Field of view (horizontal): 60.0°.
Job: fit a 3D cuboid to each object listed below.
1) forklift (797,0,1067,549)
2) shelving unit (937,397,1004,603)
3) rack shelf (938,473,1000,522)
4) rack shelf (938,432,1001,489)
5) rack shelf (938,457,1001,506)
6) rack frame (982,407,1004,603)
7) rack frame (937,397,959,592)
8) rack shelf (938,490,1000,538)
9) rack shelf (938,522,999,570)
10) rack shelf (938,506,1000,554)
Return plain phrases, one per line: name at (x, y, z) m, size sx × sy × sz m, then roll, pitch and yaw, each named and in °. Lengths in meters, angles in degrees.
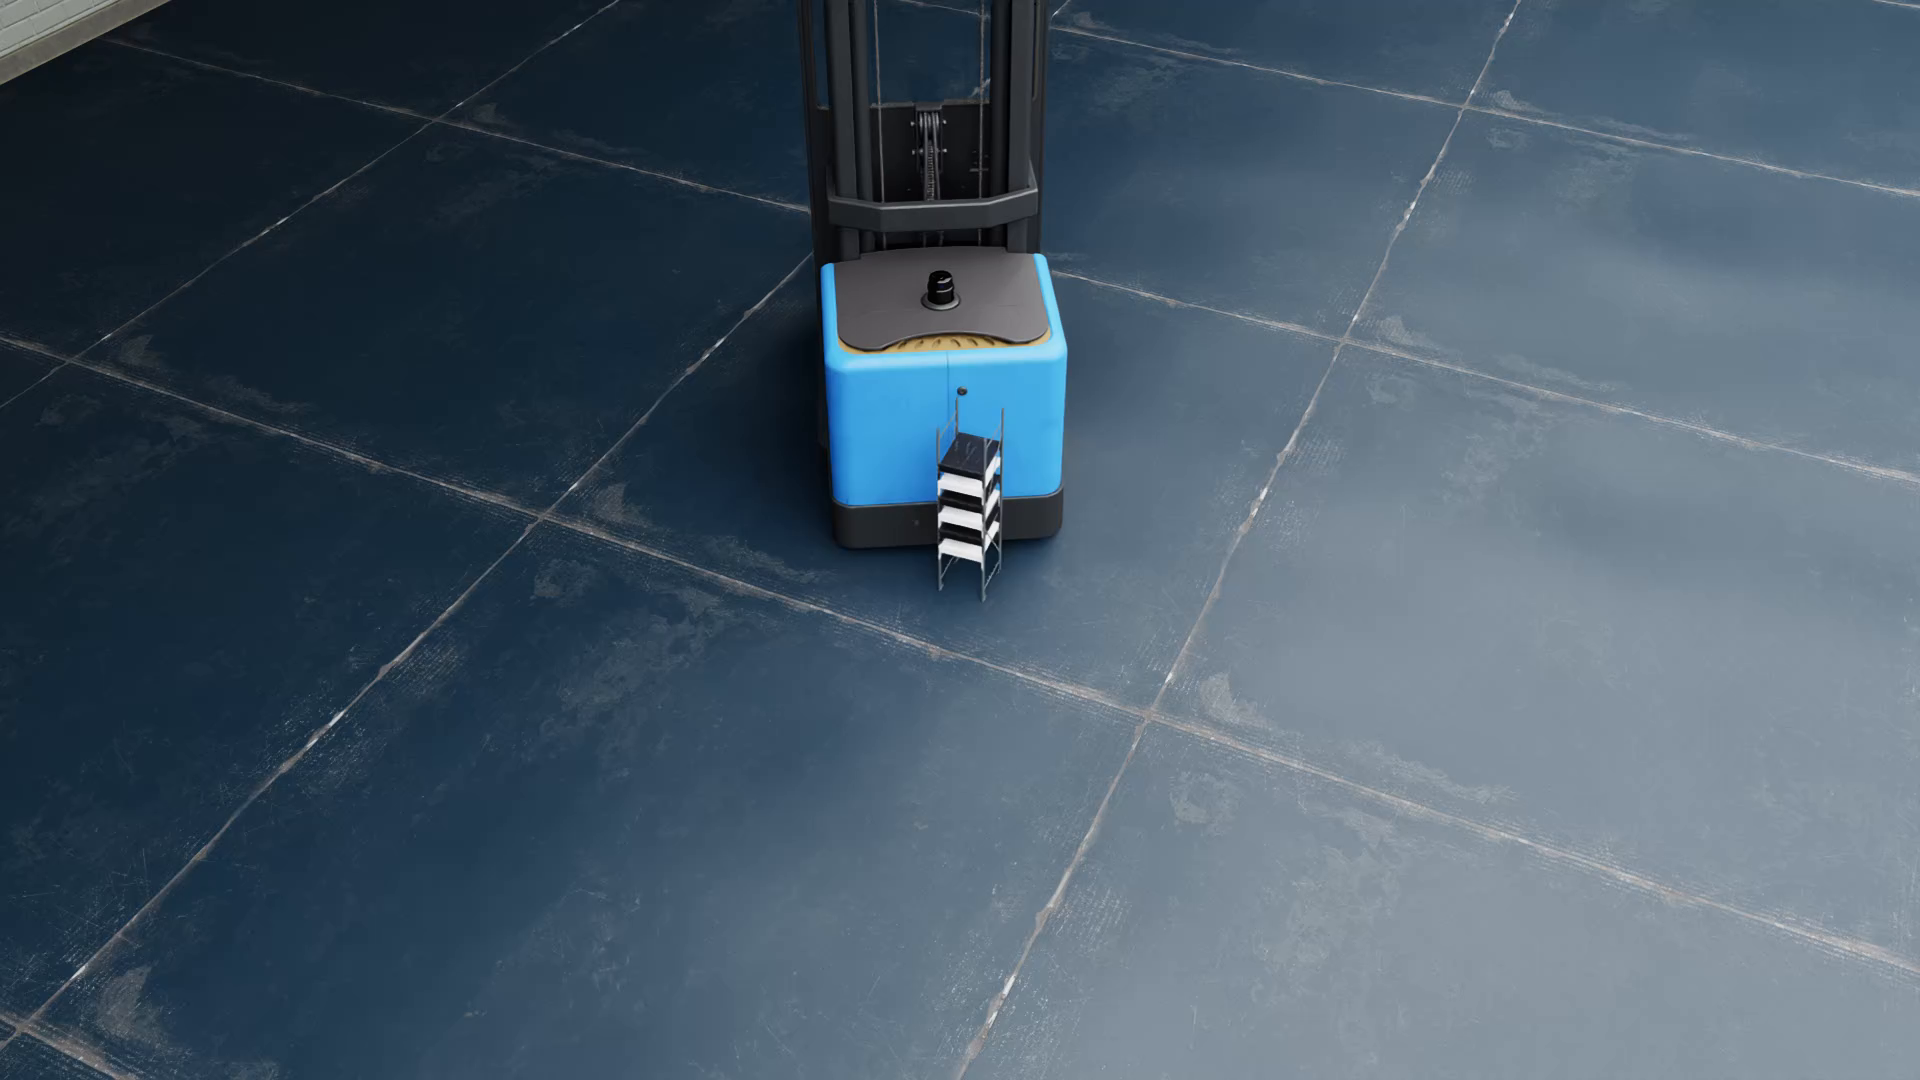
forklift at (-0.180, -2.026, 7.734) m, size 1.130 × 2.935 × 3.031 m, roll -3°, pitch 41°, yaw -4°
shelving unit at (0.045, -0.160, 7.131) m, size 0.210 × 0.900 × 0.258 m, roll 14°, pitch 43°, yaw 15°
rack shelf at (0.045, -0.202, 7.094) m, size 0.200 × 0.077 × 0.258 m, roll 14°, pitch 43°, yaw 15°
rack shelf at (0.045, -0.338, 6.976) m, size 0.200 × 0.077 × 0.258 m, roll 14°, pitch 43°, yaw 15°
rack shelf at (0.045, -0.270, 7.035) m, size 0.200 × 0.077 × 0.258 m, roll 14°, pitch 43°, yaw 15°
rack frame at (0.140, -0.136, 7.104) m, size 0.006 × 0.900 × 0.240 m, roll 14°, pitch 43°, yaw 15°
rack frame at (-0.051, -0.183, 7.158) m, size 0.006 × 0.900 × 0.240 m, roll 14°, pitch 43°, yaw 15°
rack shelf at (0.045, -0.134, 7.153) m, size 0.200 × 0.077 × 0.258 m, roll 14°, pitch 43°, yaw 15°
rack shelf at (0.045, 0.002, 7.271) m, size 0.200 × 0.077 × 0.258 m, roll 14°, pitch 43°, yaw 15°
rack shelf at (0.045, -0.066, 7.212) m, size 0.200 × 0.077 × 0.258 m, roll 14°, pitch 43°, yaw 15°
